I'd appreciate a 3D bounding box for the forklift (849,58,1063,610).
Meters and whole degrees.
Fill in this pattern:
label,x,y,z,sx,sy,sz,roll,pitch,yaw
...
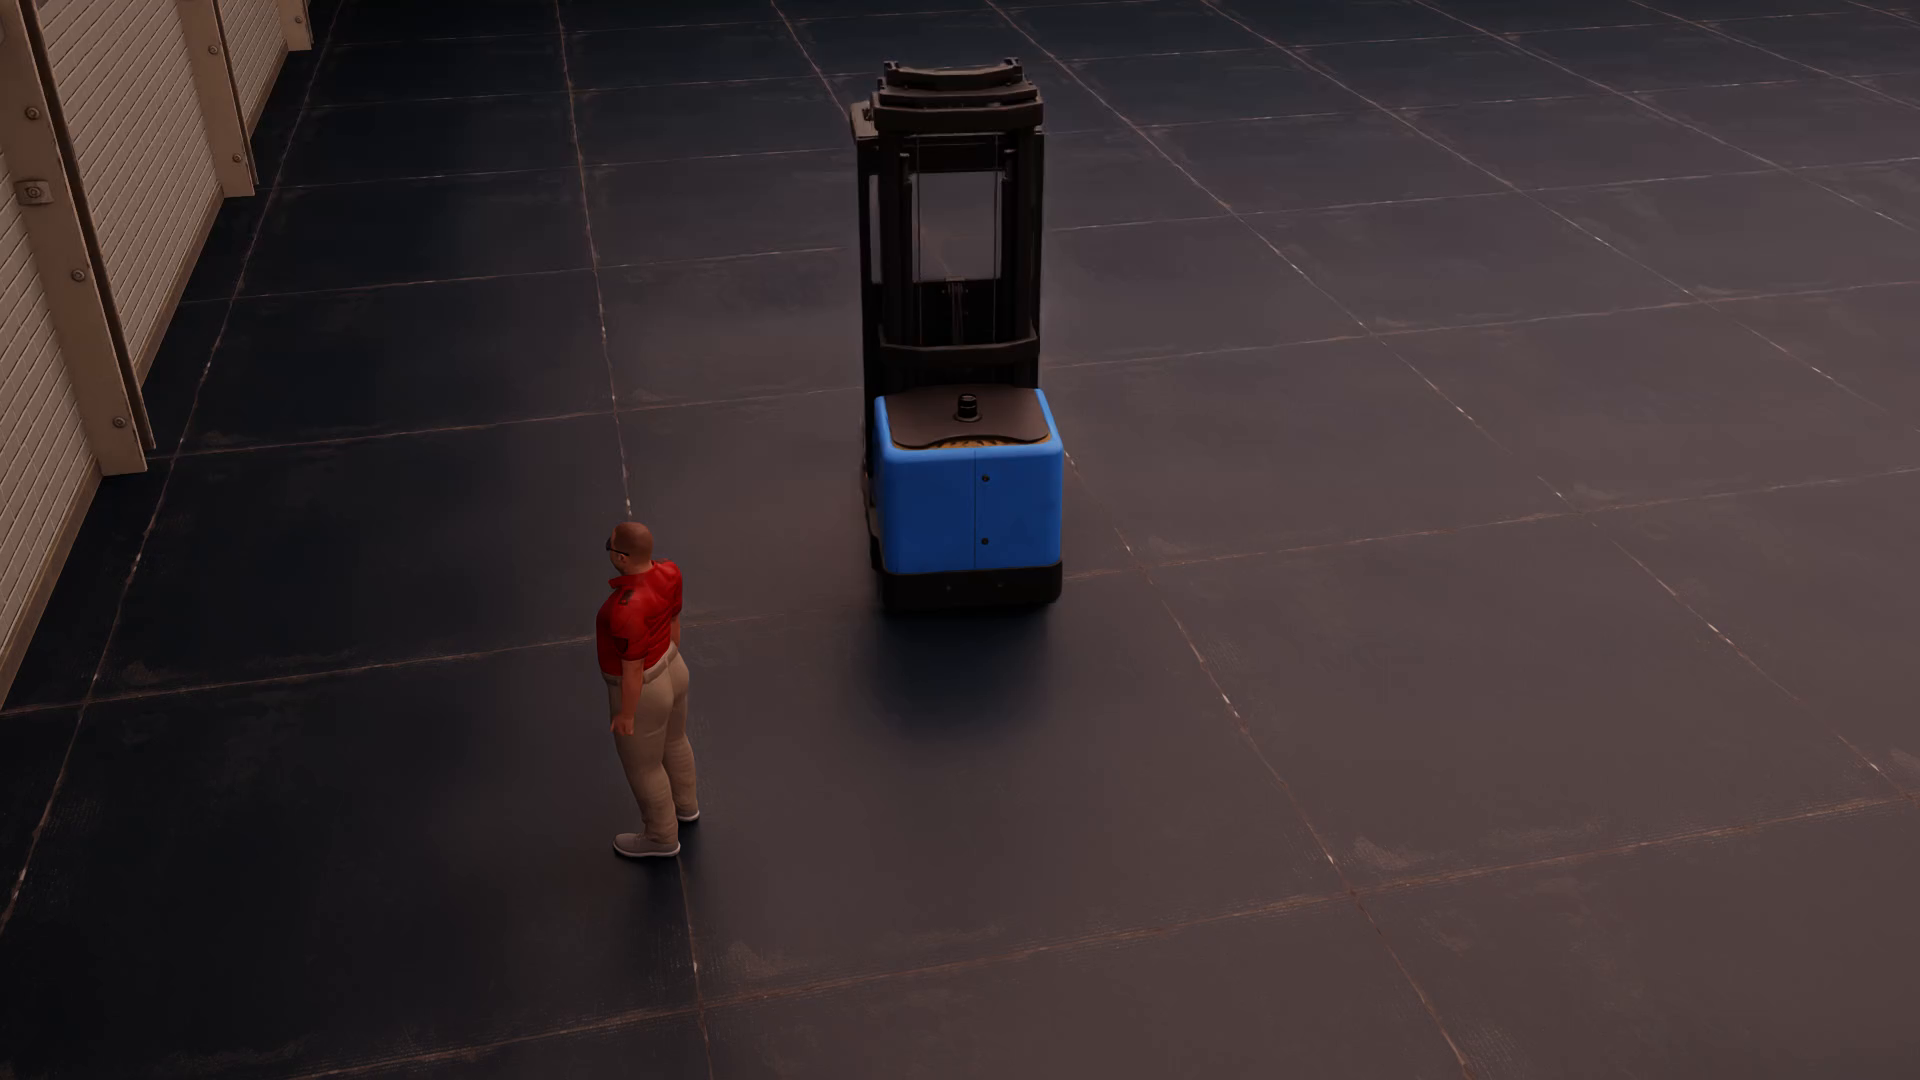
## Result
label,x,y,z,sx,sy,sz,roll,pitch,yaw
forklift,-0.086,-1.576,10.296,1.130,2.935,3.031,-3,30,-6

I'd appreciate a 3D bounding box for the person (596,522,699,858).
label,x,y,z,sx,sy,sz,roll,pitch,yaw
person,-1.455,0.672,7.615,0.369,1.730,0.526,9,31,15
